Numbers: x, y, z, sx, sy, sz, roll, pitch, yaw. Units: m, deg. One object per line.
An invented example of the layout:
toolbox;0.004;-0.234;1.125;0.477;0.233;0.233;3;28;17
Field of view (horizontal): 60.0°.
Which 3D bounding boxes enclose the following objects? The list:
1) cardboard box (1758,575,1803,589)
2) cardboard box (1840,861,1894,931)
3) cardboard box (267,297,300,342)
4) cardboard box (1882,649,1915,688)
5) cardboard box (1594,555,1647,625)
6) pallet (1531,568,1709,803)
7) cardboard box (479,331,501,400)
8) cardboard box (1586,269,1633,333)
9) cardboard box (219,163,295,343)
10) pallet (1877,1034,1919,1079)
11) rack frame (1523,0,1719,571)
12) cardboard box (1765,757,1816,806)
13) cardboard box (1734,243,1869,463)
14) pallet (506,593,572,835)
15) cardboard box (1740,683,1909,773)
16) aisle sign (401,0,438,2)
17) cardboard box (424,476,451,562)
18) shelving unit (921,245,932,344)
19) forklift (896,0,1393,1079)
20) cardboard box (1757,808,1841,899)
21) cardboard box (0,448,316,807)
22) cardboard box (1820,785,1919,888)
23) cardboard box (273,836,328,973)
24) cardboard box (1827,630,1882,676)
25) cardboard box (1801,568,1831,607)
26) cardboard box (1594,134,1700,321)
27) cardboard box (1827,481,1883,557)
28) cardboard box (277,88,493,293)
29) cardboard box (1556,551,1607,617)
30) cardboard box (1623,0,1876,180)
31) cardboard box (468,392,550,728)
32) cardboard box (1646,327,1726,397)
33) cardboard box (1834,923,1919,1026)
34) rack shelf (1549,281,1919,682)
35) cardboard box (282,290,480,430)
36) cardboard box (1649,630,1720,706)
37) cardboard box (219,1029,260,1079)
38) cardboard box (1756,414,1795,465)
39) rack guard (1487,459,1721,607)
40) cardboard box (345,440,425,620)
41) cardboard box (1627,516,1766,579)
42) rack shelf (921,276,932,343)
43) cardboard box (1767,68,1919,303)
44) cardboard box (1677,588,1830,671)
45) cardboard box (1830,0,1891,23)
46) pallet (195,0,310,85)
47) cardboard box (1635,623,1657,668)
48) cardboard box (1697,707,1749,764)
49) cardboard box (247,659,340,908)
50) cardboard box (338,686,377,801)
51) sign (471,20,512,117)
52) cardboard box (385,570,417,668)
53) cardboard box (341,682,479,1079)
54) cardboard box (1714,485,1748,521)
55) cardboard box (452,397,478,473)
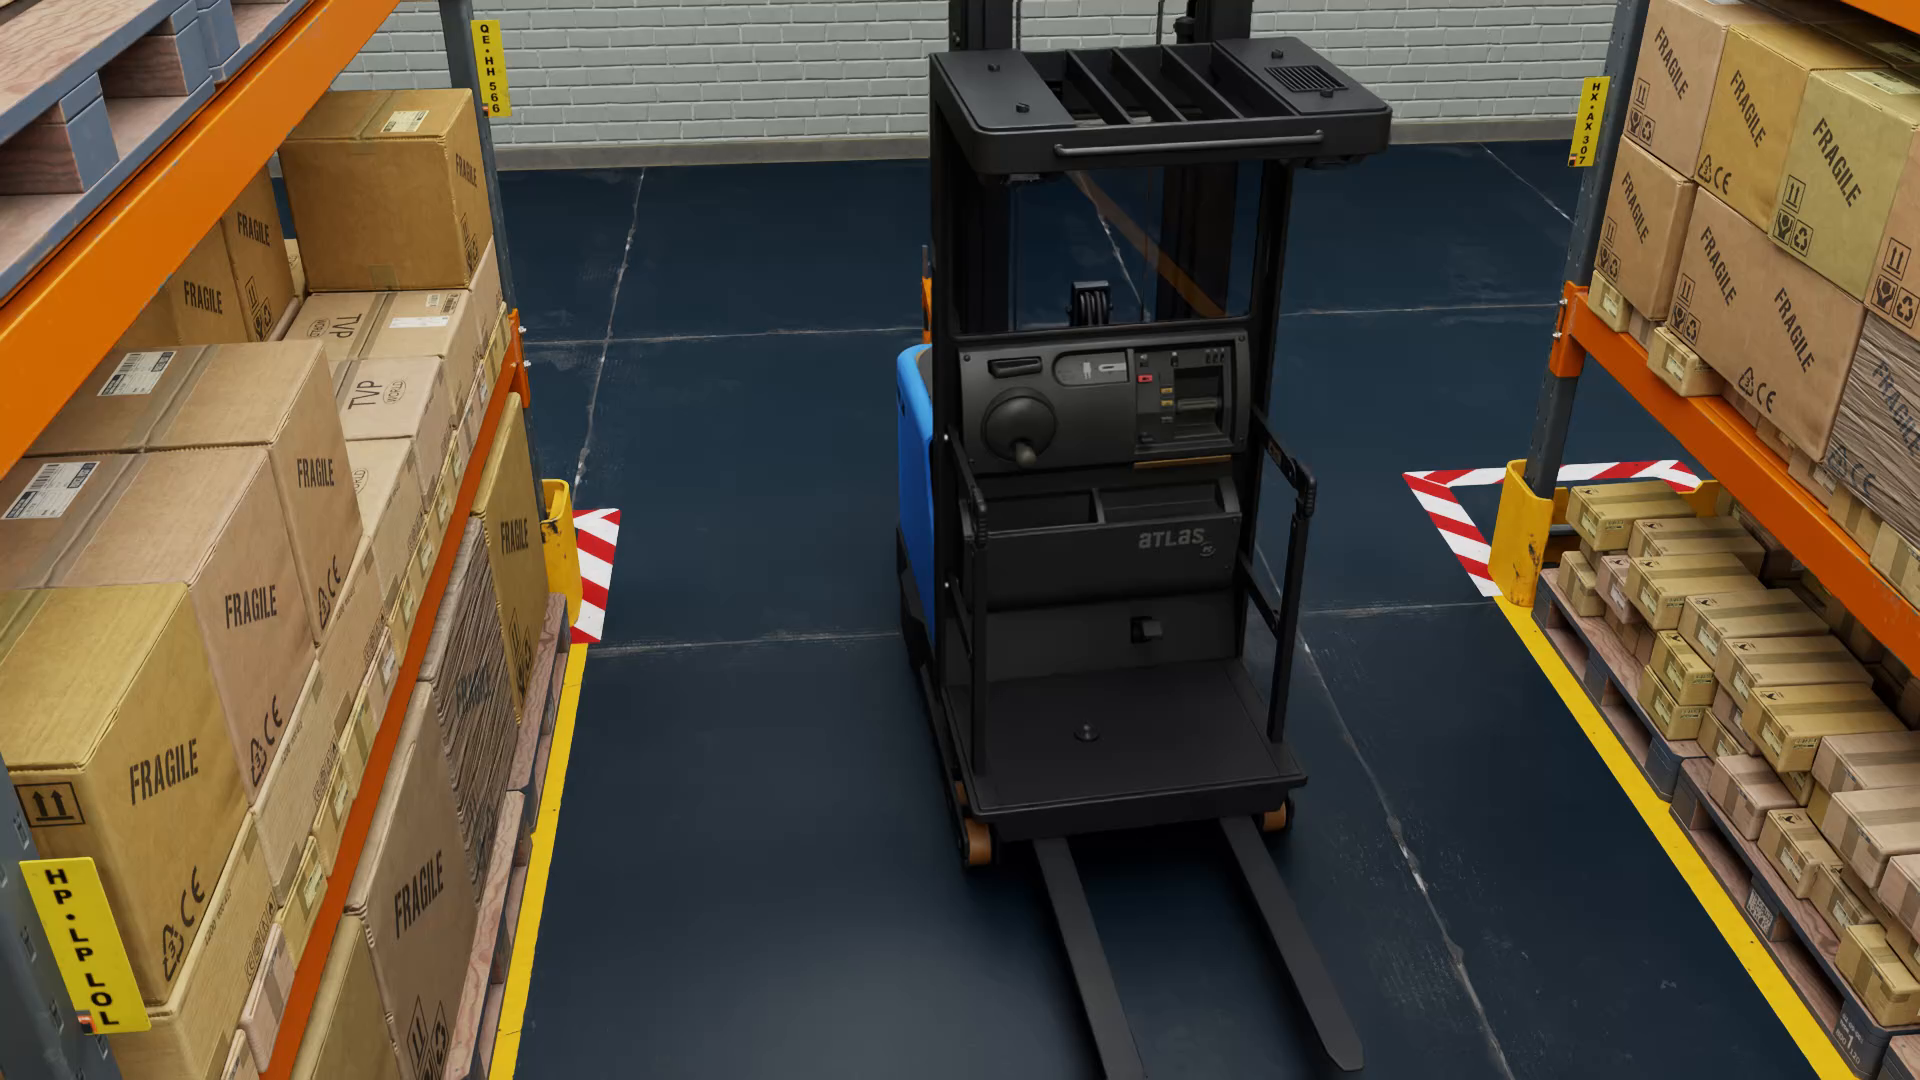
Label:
cardboard box;3.120;0.144;6.165;0.380;0.149;0.250;-3;31;-6
cardboard box;2.789;0.975;4.772;0.380;0.149;0.250;-4;31;-7
cardboard box;-2.301;-0.518;5.048;0.500;0.250;0.500;-3;31;-5
cardboard box;3.276;0.409;5.430;0.380;0.149;0.250;-2;31;-3
cardboard box;2.578;0.174;6.114;0.380;0.149;0.250;-3;31;-5
pallet;2.863;0.488;6.226;1.003;0.211;1.213;-3;31;-5
cardboard box;-1.745;-0.571;5.526;0.380;0.149;0.250;-2;31;-4
cardboard box;2.519;-0.875;6.035;0.380;0.149;0.250;-3;31;-5
cardboard box;-2.310;-0.850;4.873;0.500;0.500;0.500;-3;31;-6
pallet;3.091;1.734;4.141;1.003;0.211;1.213;-3;31;-5
rack frame;2.815;-1.164;6.273;1.000;3.000;0.127;-3;31;-5
cardboard box;2.791;0.699;5.236;0.380;0.149;0.250;-1;31;-2
cardboard box;2.691;-0.569;4.890;0.500;0.500;0.500;-2;31;-4
pallet;-1.980;0.624;6.000;1.003;0.211;1.213;-3;31;-5
cardboard box;2.669;0.579;5.146;0.380;0.149;0.250;-2;31;-4
aisle sign;-1.840;-2.145;5.381;0.394;0.787;0.004;-3;31;-5
cardboard box;-1.650;-0.050;4.654;0.380;0.149;0.250;-3;31;-4
shelving unit;-0.015;-0.600;7.084;0.258;1.200;0.503;-3;31;-5
forklift;0.498;-0.389;5.043;1.130;2.935;3.031;-5;31;-8
cardboard box;2.703;0.952;5.102;0.380;0.149;0.250;-3;31;-5
cardboard box;-1.587;0.170;3.164;0.500;0.500;0.500;-3;31;-5
cardboard box;2.702;0.835;4.717;0.380;0.149;0.250;-4;31;-6
cardboard box;-1.505;0.737;3.337;0.380;0.149;0.250;-2;31;-3
cardboard box;3.122;0.415;5.710;0.380;0.149;0.250;-3;31;-5
cardboard box;3.234;0.140;5.882;0.380;0.149;0.250;-3;31;-6
cardboard box;2.582;-1.092;5.766;0.500;0.500;0.500;-1;31;-2
cardboard box;2.716;-0.081;4.705;0.380;0.149;0.250;-2;31;-3
cardboard box;-1.825;-1.127;5.337;0.500;0.500;0.500;-2;31;-4
cardboard box;2.546;0.163;6.423;0.380;0.149;0.250;-2;31;-4
cardboard box;2.593;-1.522;5.510;0.500;0.500;0.500;-3;31;-5
cardboard box;-1.993;0.077;5.859;0.875;0.875;0.875;-3;31;-5
cardboard box;2.556;-0.607;5.586;0.380;0.149;0.250;-4;31;-6
cardboard box;2.716;1.210;4.670;0.380;0.149;0.250;-3;31;-5
rack shelf;3.002;0.166;4.748;1.077;0.370;4.000;-3;31;-5
cardboard box;-1.776;-0.547;5.098;0.500;0.250;0.500;-3;31;-5
cardboard box;2.605;0.431;5.683;0.380;0.149;0.250;-2;31;-3
cardboard box;-1.455;1.005;2.887;0.380;0.149;0.250;-3;31;-4
cardboard box;2.718;-0.342;5.142;0.380;0.149;0.250;-3;31;-5
rack guard;2.822;-0.052;6.850;1.175;0.500;0.348;-3;31;-5
cardboard box;-1.676;-0.022;4.218;0.500;0.250;0.500;-3;31;-4
cardboard box;2.672;0.043;6.043;0.380;0.149;0.250;-2;31;-4
rack shelf;-0.015;-0.937;6.882;0.258;0.148;0.480;-3;31;-5
cardboard box;2.673;-0.998;4.633;0.500;0.500;0.500;-3;31;-6
cardboard box;2.673;0.300;5.612;0.380;0.149;0.250;-4;31;-7
cardboard box;3.106;-1.542;5.544;0.500;0.500;0.500;-3;31;-6
pallet;-1.936;-1.225;3.537;1.003;0.211;1.213;-3;31;-5
cardboard box;2.682;0.419;5.994;0.380;0.149;0.250;-2;31;-4
cardboard box;2.715;0.680;5.557;0.380;0.149;0.250;-3;31;-4
cardboard box;-1.583;0.494;3.353;0.500;0.250;0.500;-3;31;-5
cardboard box;-1.555;0.472;3.780;0.380;0.149;0.250;-3;31;-5
sign;-1.591;-1.596;5.636;0.100;0.325;0.005;-3;31;-5
cardboard box;-1.602;0.209;4.219;0.380;0.149;0.250;-4;31;-6
cardboard box;-1.825;0.996;4.320;0.875;0.875;0.875;-3;31;-5
cardboard box;3.117;-0.118;6.312;0.380;0.149;0.250;-2;31;-4
cardboard box;-1.701;-0.315;5.097;0.380;0.149;0.250;-2;31;-4
